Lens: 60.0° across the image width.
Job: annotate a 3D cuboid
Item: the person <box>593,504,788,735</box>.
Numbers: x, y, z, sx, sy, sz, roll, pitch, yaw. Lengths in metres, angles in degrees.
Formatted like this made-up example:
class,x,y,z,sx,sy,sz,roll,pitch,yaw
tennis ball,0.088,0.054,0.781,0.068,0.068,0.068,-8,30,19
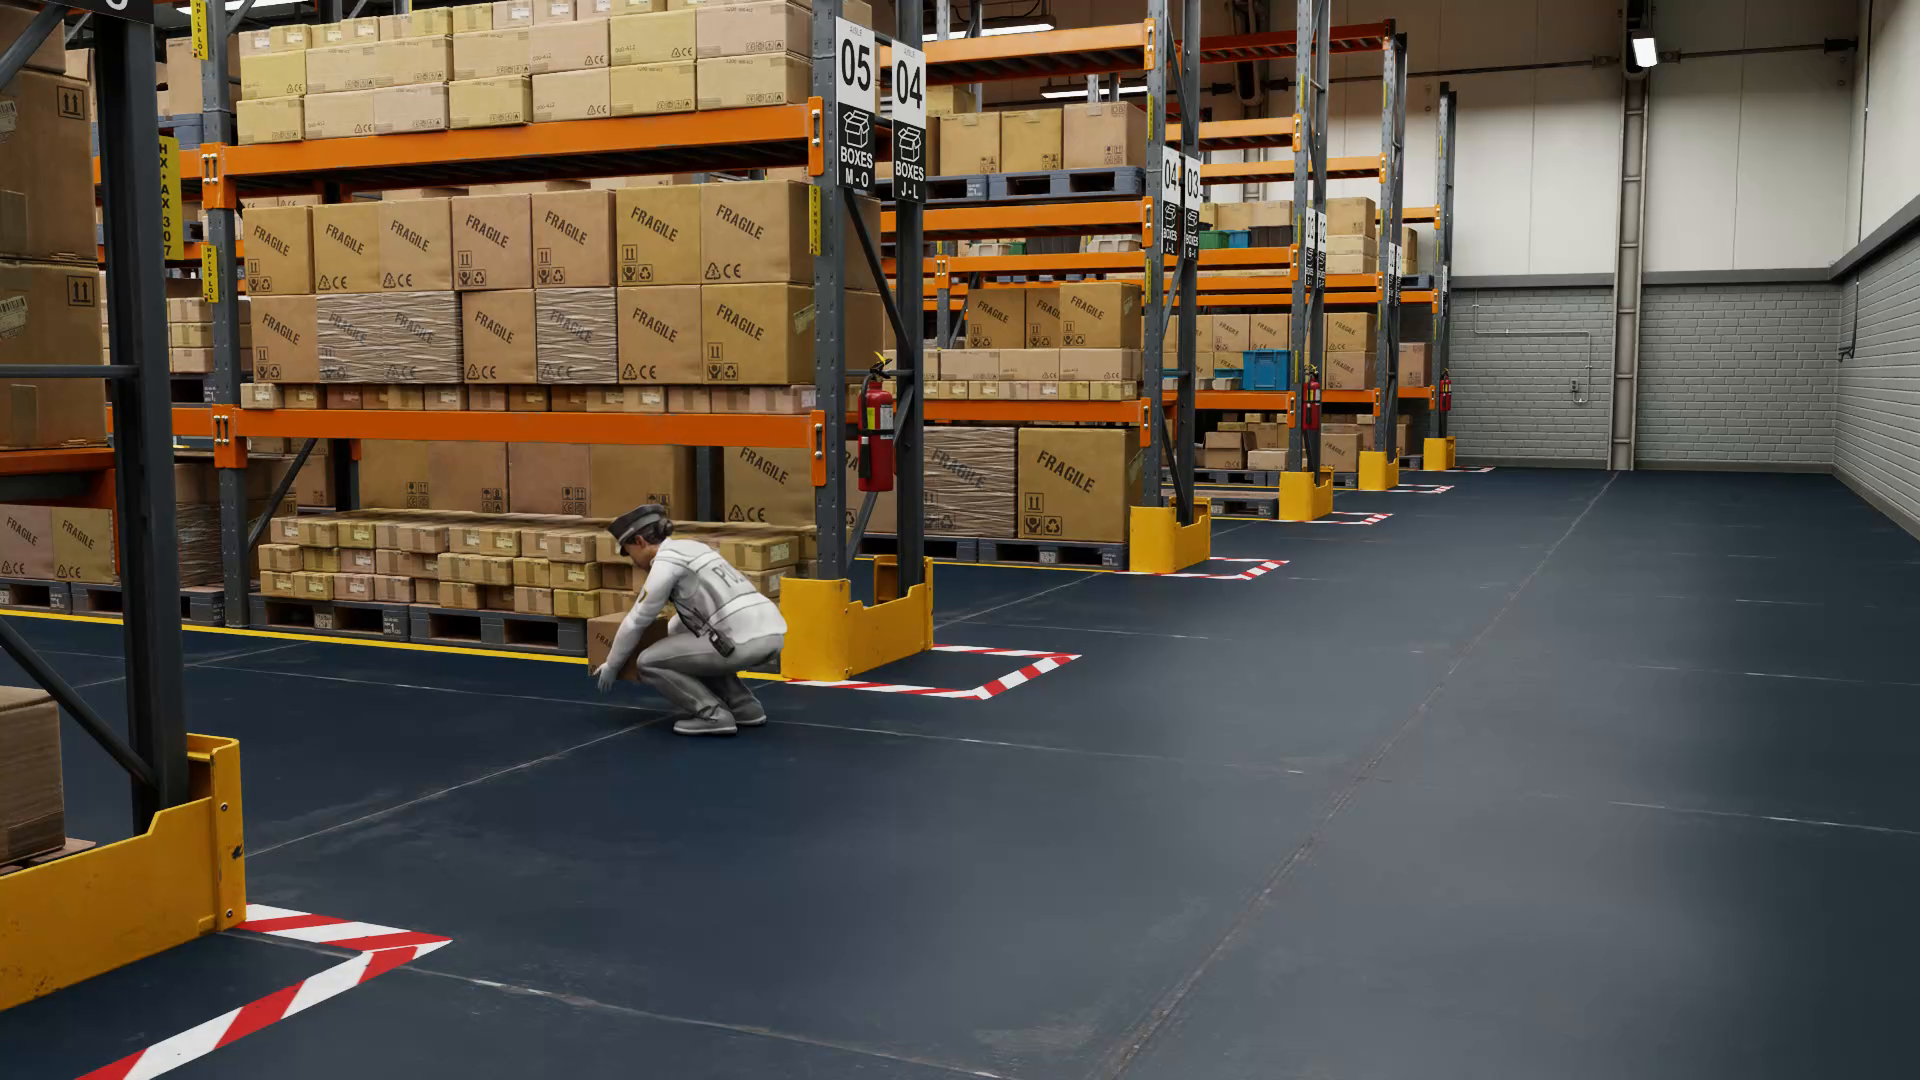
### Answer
class,x,y,z,sx,sy,sz,roll,pitch,yaw
person,-1.146,0.327,7.097,0.827,0.967,0.497,2,6,23
